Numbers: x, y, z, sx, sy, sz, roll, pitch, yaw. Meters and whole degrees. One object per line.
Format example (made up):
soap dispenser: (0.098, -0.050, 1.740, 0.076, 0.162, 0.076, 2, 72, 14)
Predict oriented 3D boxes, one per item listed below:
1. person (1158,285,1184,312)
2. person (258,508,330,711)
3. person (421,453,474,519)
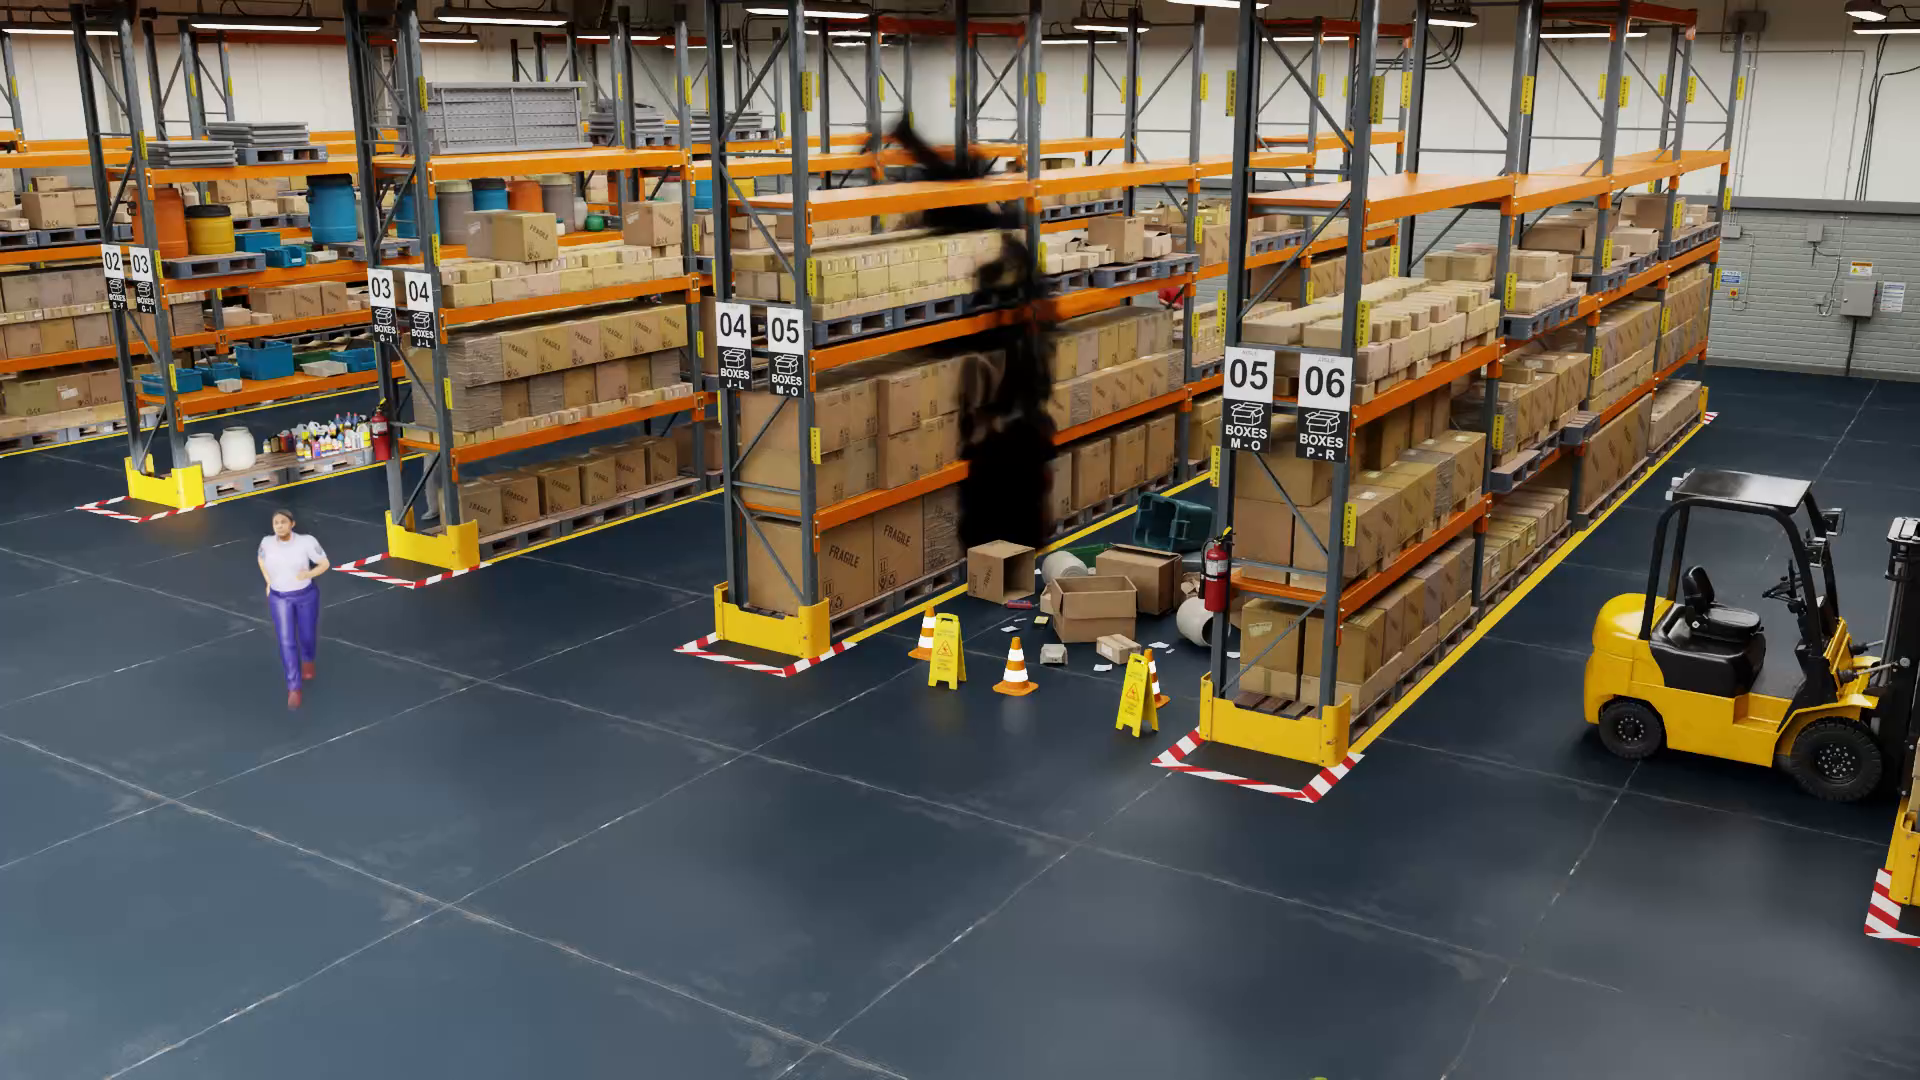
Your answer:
person: (4.026, -4.250, 31.387, 0.654, 1.732, 0.758, -9, 18, -28)
person: (-5.681, 0.534, 14.254, 0.588, 1.679, 0.845, -5, 16, -17)
person: (-6.268, -1.127, 20.154, 0.588, 1.663, 0.834, 9, 18, 28)
